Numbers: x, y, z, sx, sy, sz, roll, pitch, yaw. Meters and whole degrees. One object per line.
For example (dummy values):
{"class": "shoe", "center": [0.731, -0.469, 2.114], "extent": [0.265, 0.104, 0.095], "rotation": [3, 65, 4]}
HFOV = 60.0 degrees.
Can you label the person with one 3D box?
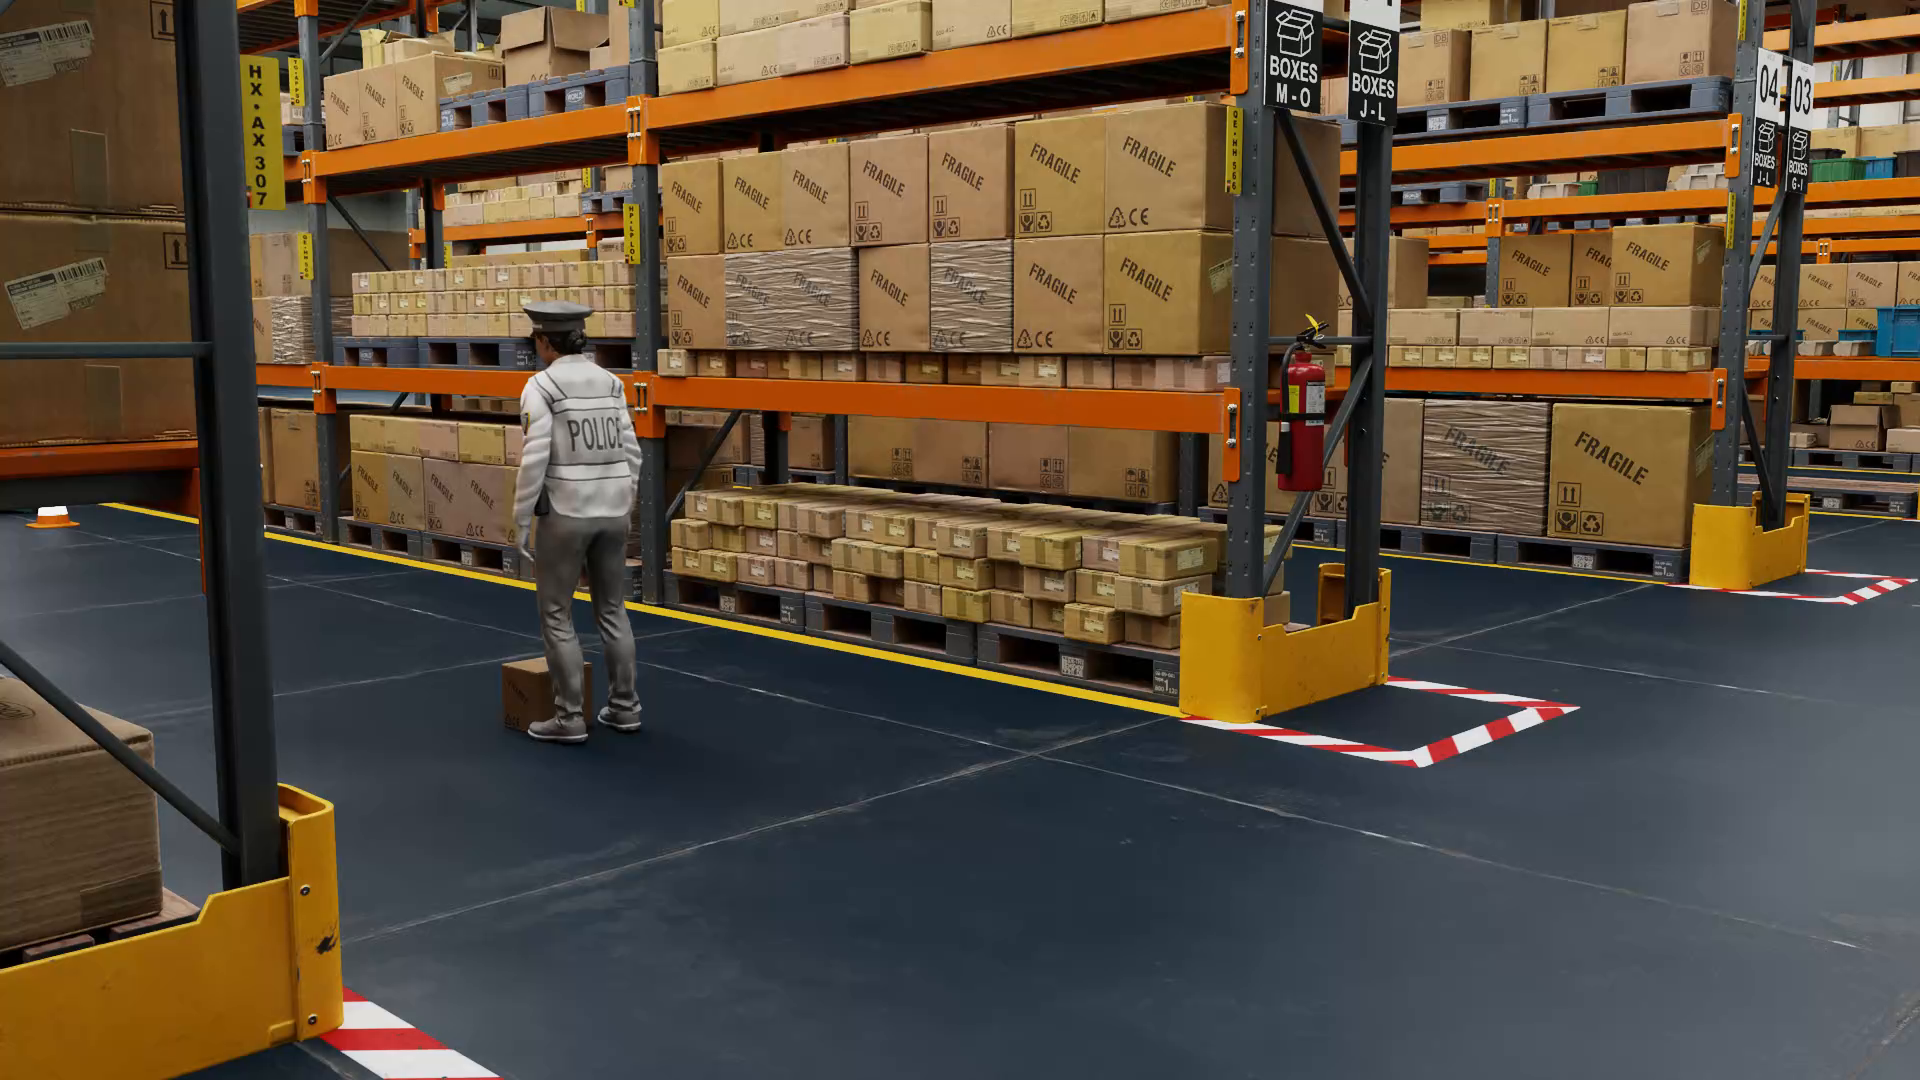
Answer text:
{"class": "person", "center": [-1.452, -0.071, 6.313], "extent": [0.379, 1.663, 0.536], "rotation": [7, 10, 42]}
